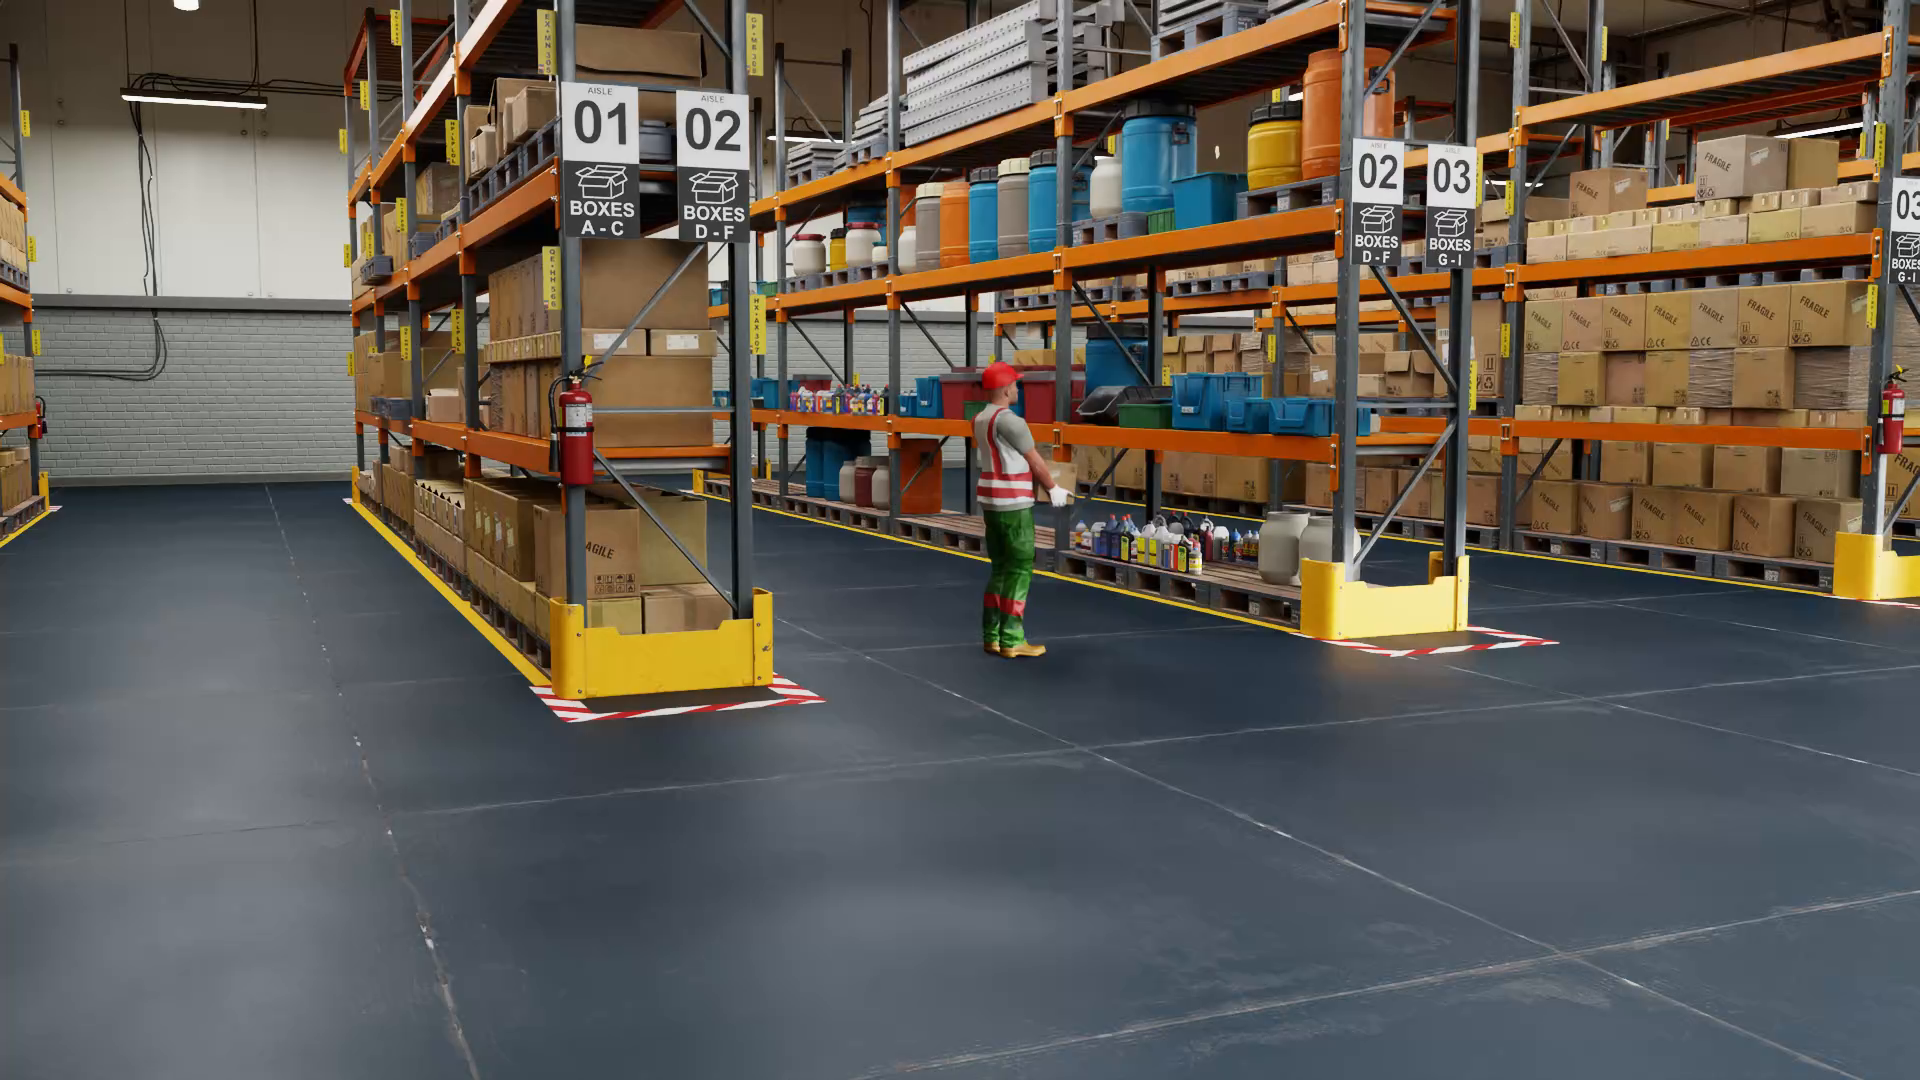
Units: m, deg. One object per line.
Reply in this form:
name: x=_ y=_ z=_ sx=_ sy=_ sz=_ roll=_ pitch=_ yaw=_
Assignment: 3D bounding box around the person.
person: x=0.384 y=-0.196 z=10.193 sx=0.564 sy=1.784 sz=0.494 roll=-2 pitch=6 yaw=-23
